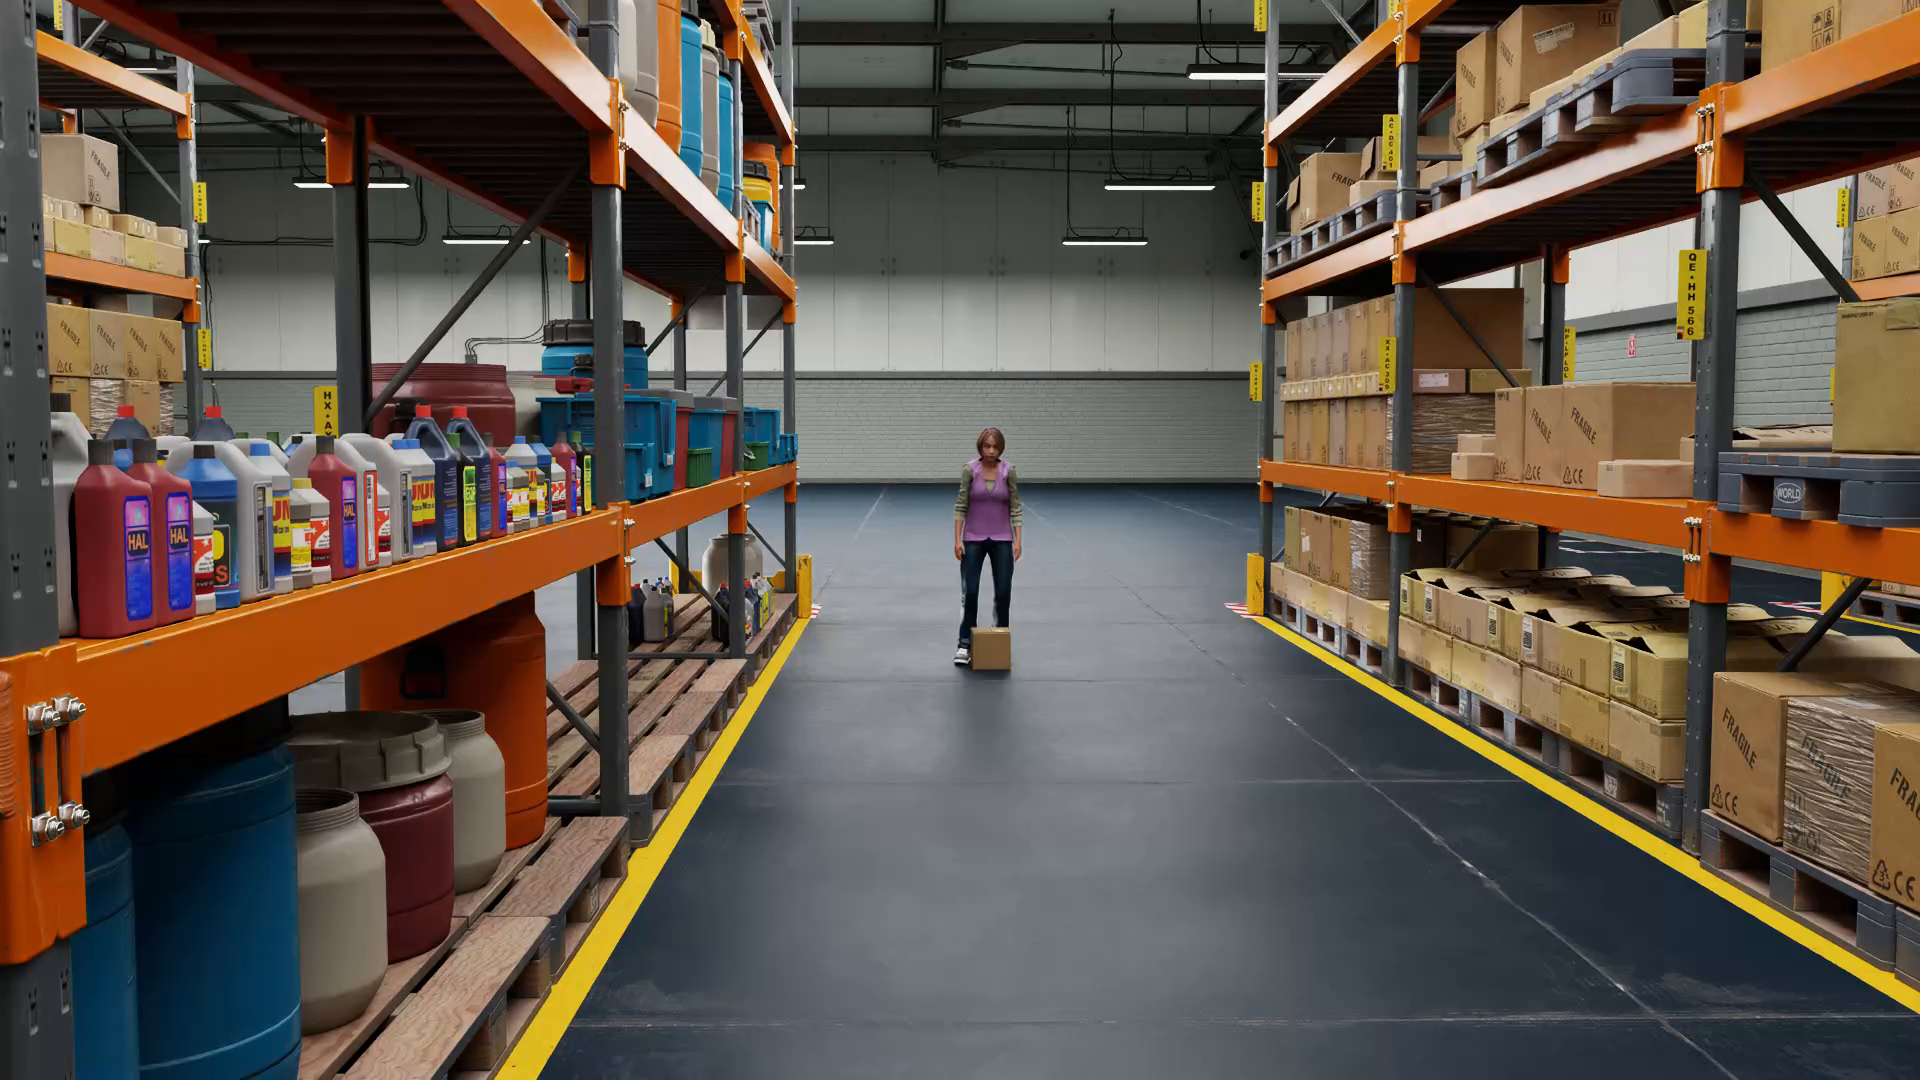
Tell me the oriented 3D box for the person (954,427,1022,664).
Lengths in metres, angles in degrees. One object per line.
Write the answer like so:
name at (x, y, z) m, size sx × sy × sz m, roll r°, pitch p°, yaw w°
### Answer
person at (0.189, 0.034, 11.232) m, size 0.468 × 1.593 × 0.350 m, roll 0°, pitch 4°, yaw -2°
